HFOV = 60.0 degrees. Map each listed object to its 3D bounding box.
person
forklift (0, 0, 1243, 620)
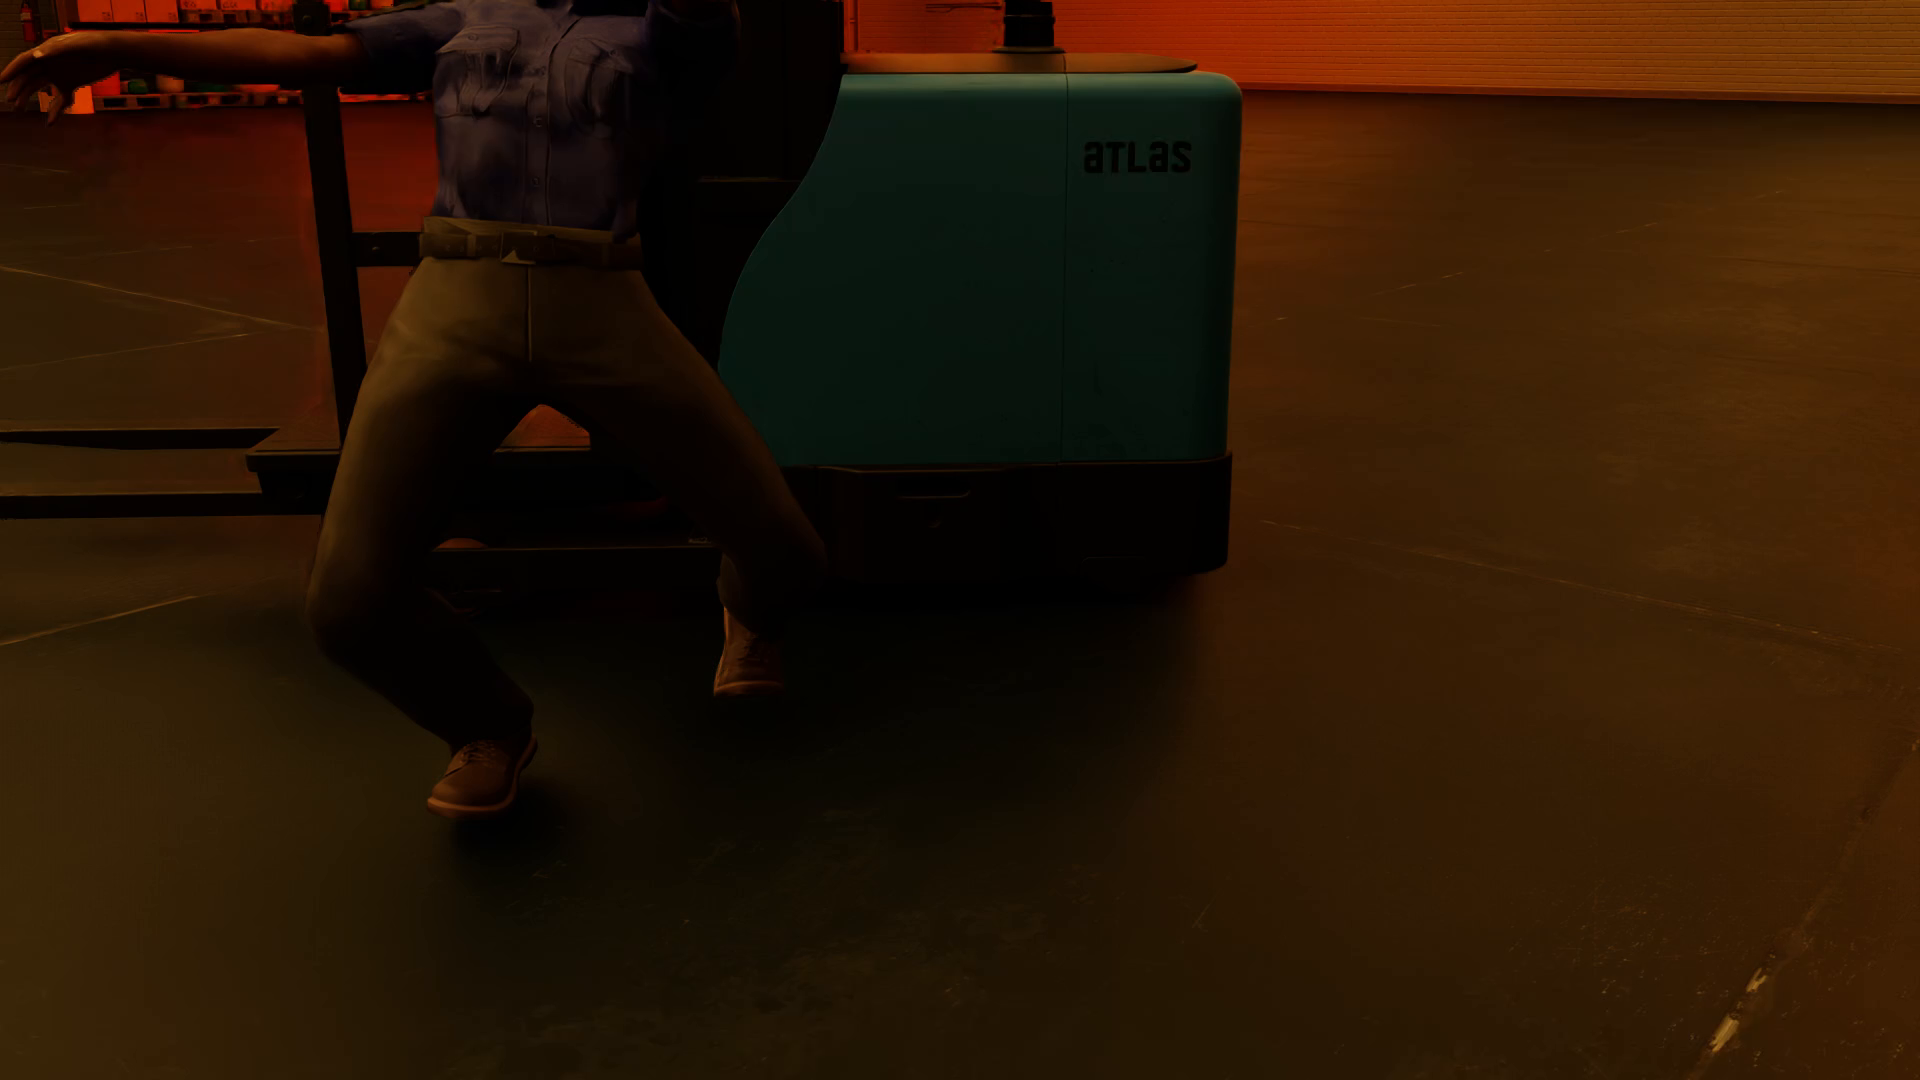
[{"bbox_3d":[-0.718,-0.324,2.373,1.019,1.476,0.653,-5,17,-15],"label":"person"},{"bbox_3d":[-0.964,-1.393,3.485,3.031,2.935,1.130,-1,17,-3],"label":"forklift"}]
